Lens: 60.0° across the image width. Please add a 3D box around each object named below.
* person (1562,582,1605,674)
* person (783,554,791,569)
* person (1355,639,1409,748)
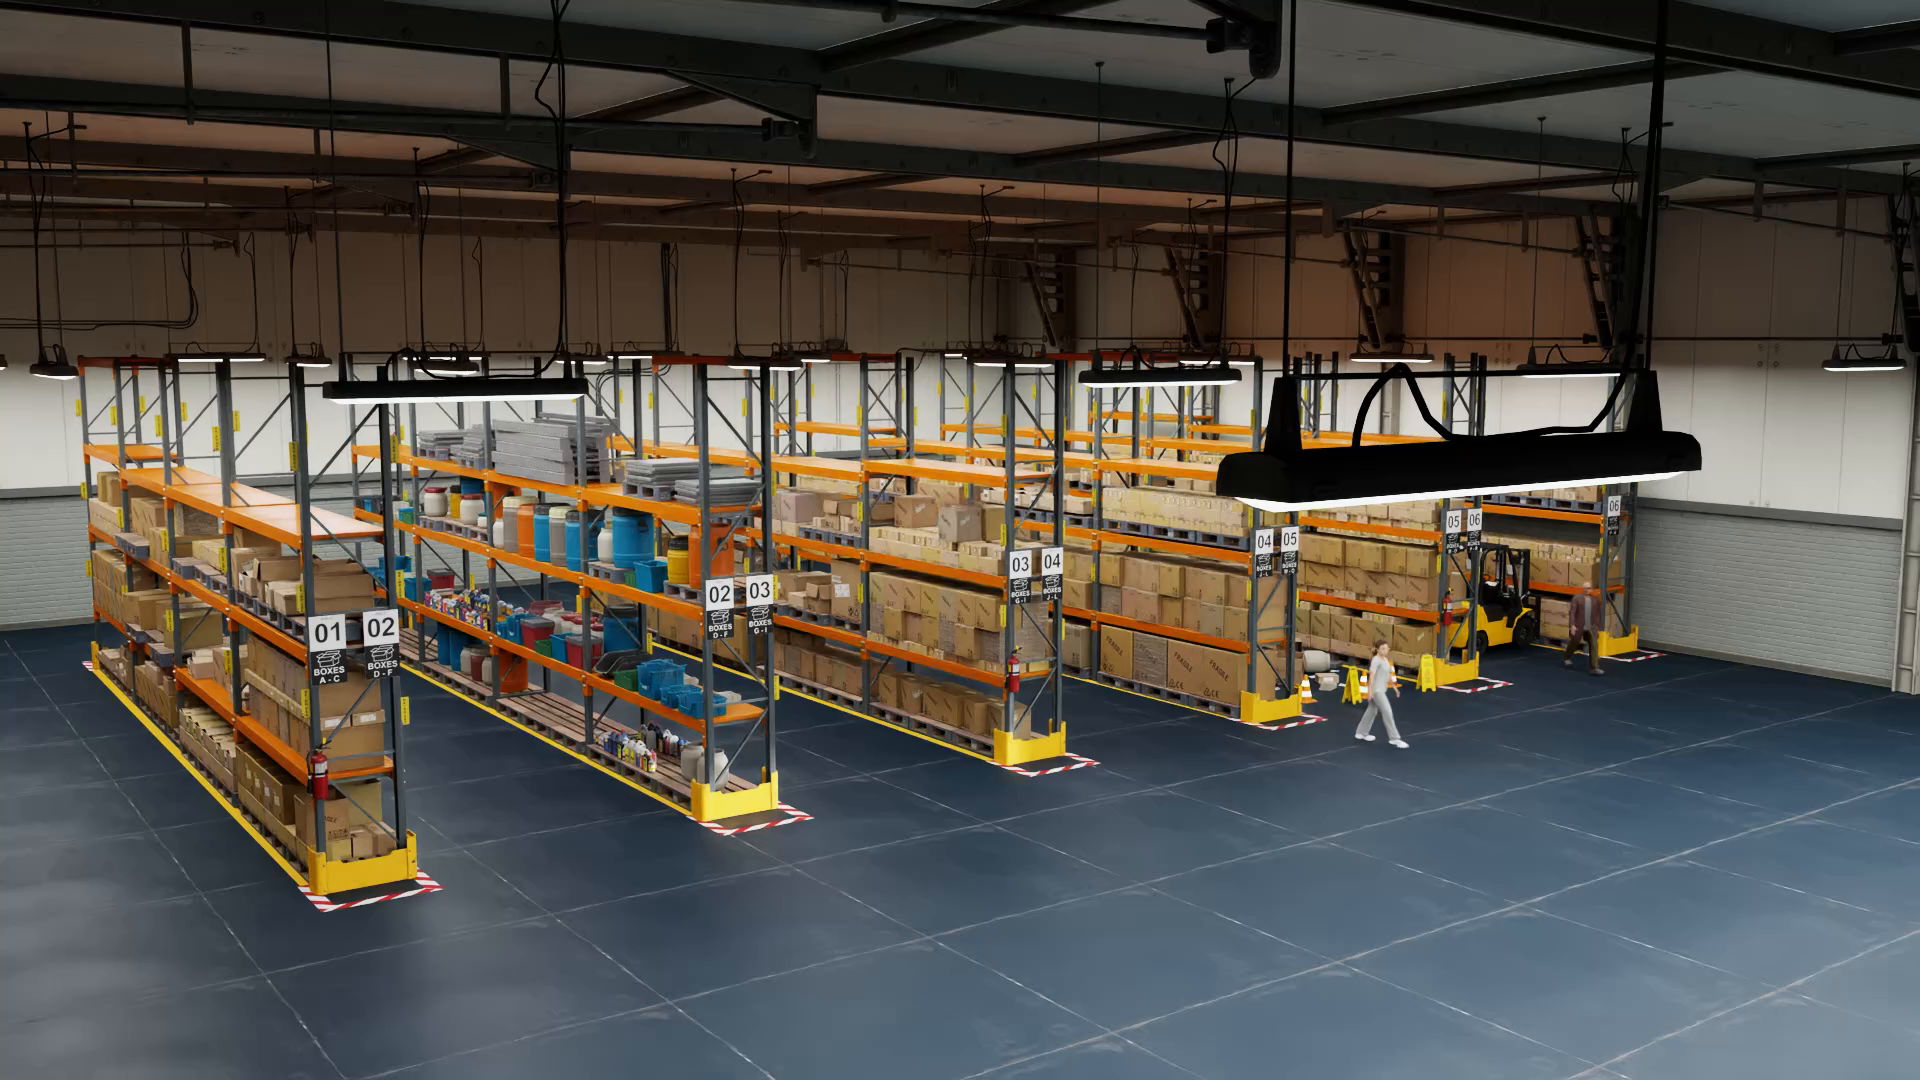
[{"bbox_3d":[11.839,1.640,31.536,0.660,1.720,1.202,-1,7,-6],"label":"person"},{"bbox_3d":[-4.323,0.301,42.896,0.438,1.644,0.925,4,8,29],"label":"person"},{"bbox_3d":[6.594,2.364,25.905,0.870,1.650,0.467,4,8,31],"label":"person"}]
